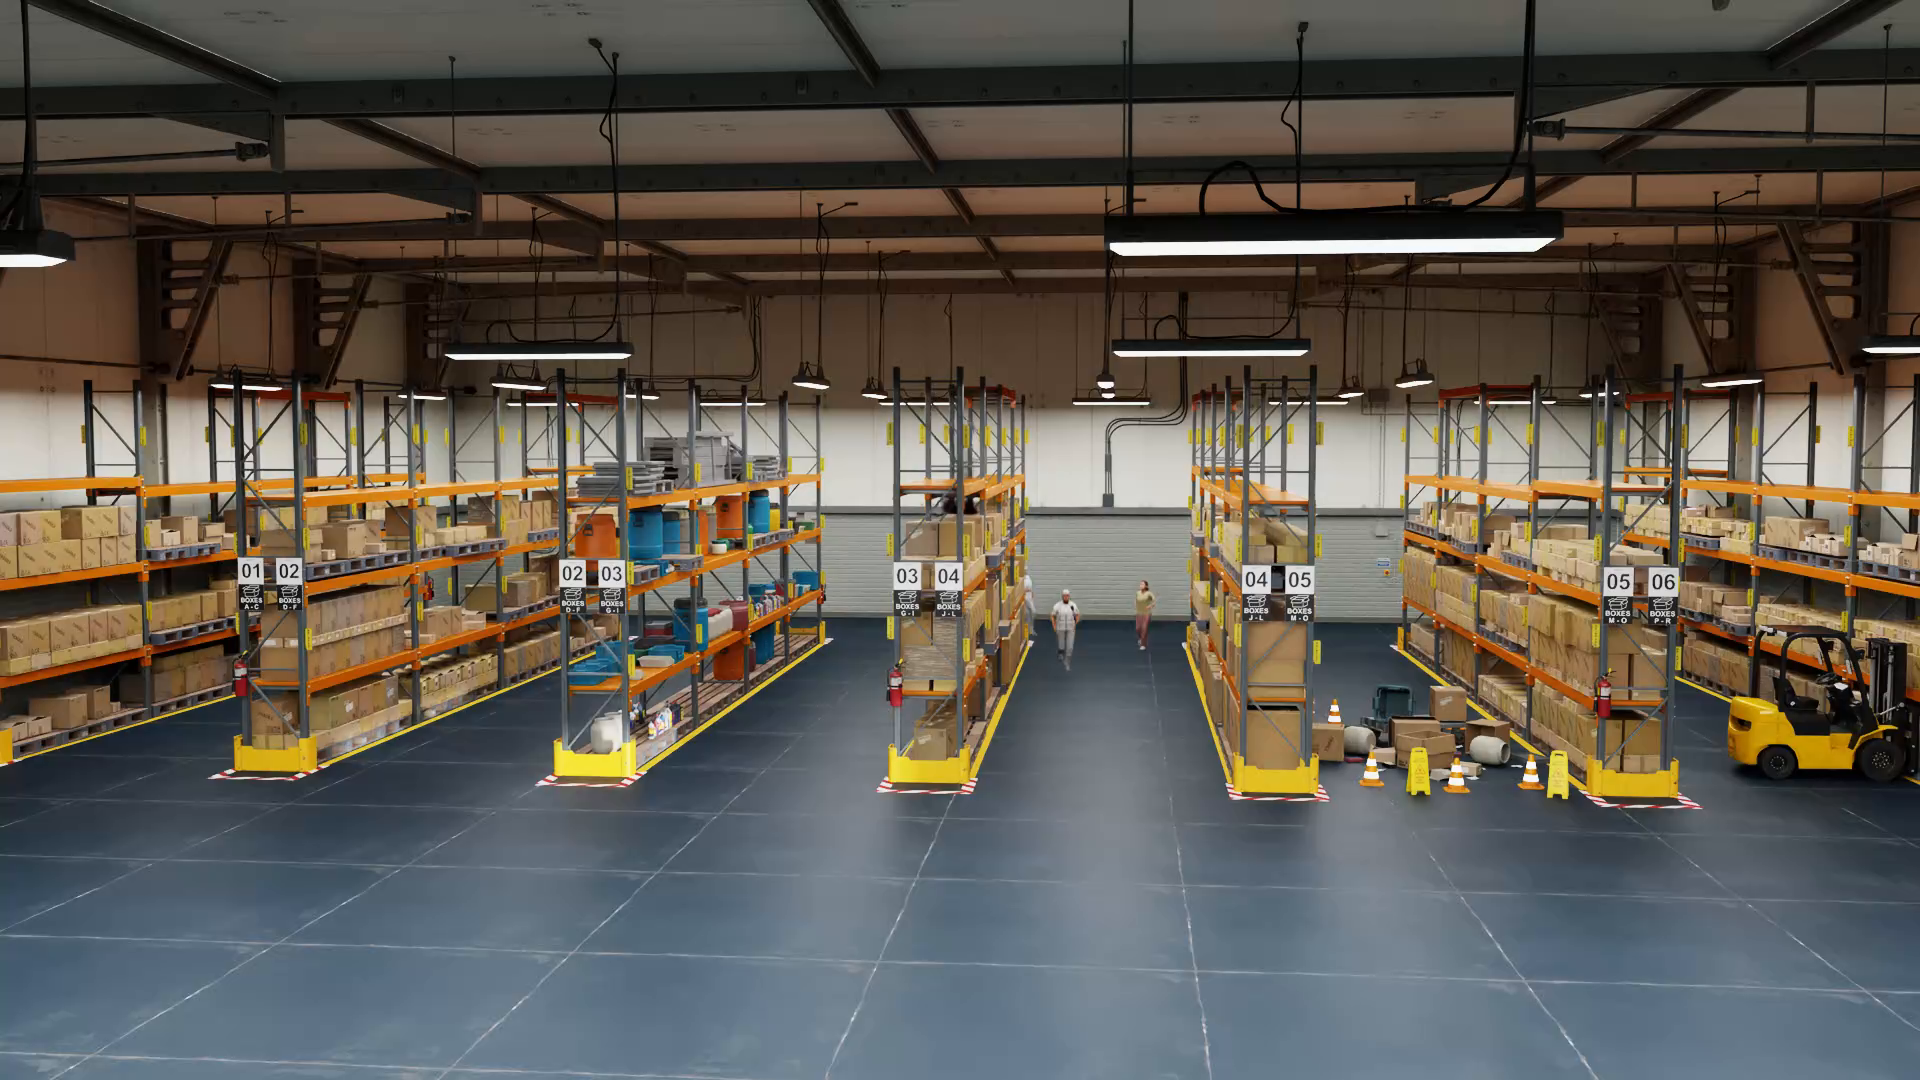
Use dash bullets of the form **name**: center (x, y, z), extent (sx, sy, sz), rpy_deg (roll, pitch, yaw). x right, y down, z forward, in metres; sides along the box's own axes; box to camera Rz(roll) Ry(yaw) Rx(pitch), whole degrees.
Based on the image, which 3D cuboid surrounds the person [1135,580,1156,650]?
- **person**: center (4.333, 1.763, 39.102), extent (0.570, 1.637, 0.565), rpy_deg (2, 4, 25)

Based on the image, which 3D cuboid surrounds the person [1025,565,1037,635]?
- **person**: center (1.586, 1.526, 42.085), extent (0.701, 1.819, 0.719), rpy_deg (-3, 4, -36)

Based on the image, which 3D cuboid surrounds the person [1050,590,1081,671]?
- **person**: center (2.145, 1.817, 33.758), extent (0.616, 1.623, 0.599), rpy_deg (0, 4, -1)
